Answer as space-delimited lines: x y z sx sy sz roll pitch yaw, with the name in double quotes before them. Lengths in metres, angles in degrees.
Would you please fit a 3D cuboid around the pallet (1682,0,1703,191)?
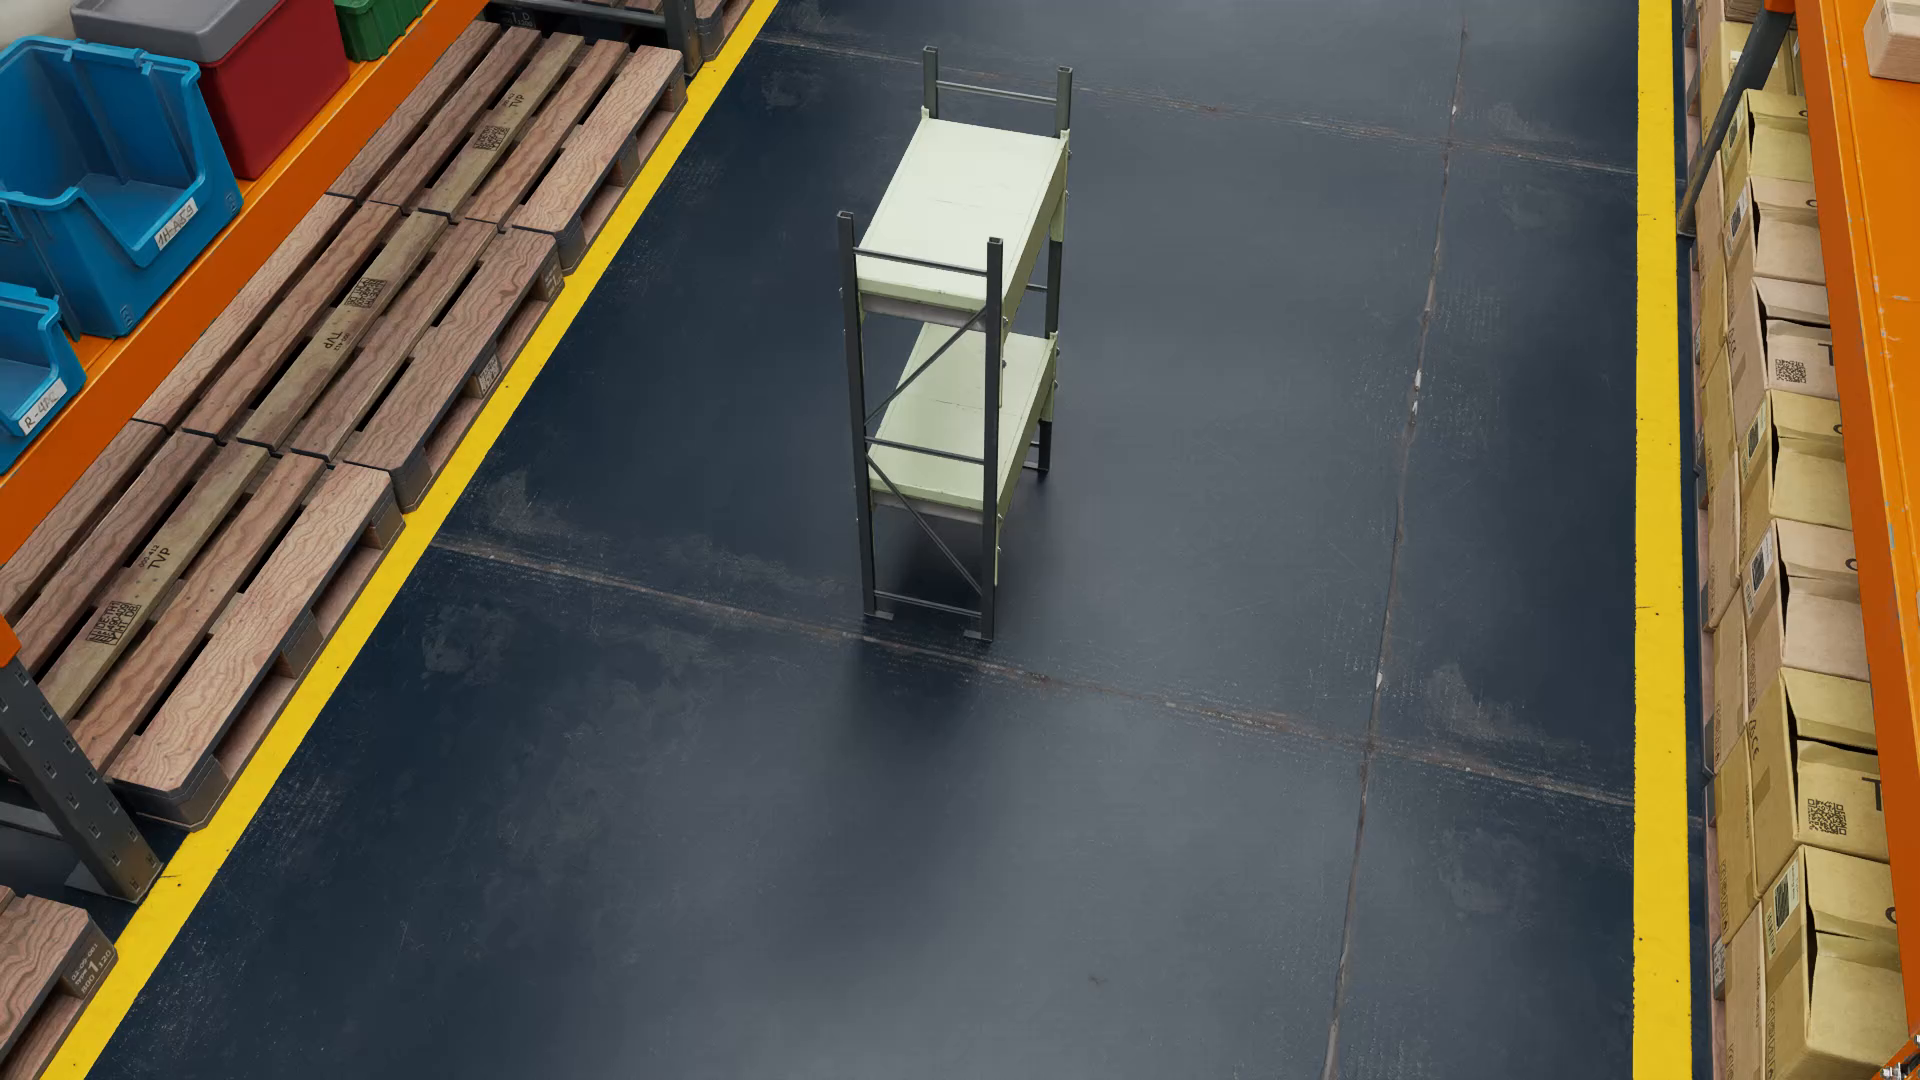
"pallet" 3.444 -1.726 6.632 1.003 0.211 1.213 12 50 10

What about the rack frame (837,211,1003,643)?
"rack frame" -0.095 -0.236 4.458 0.400 1.500 0.023 12 50 10

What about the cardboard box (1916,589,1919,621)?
"cardboard box" 2.111 0.190 3.249 0.380 0.149 0.250 12 50 10

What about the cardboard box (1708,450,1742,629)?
"cardboard box" 2.444 0.045 4.764 0.500 0.250 0.500 12 50 11

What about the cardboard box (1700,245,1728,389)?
"cardboard box" 2.713 -0.698 5.419 0.500 0.250 0.500 13 50 11

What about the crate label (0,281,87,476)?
"crate label" -2.164 -0.344 3.664 0.303 0.233 0.416 12 50 10

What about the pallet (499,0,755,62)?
"pallet" -1.367 -2.616 7.418 1.003 0.211 1.213 12 50 10

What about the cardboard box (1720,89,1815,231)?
"cardboard box" 2.845 -1.246 5.529 0.500 0.311 0.500 12 50 10

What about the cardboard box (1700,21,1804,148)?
"cardboard box" 3.105 -1.689 6.294 0.500 0.250 0.500 12 50 10

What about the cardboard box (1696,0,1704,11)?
"cardboard box" 3.364 -2.413 6.933 0.500 0.250 0.500 12 50 10

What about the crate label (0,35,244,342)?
"crate label" -2.114 -0.845 3.972 0.502 0.435 0.616 12 50 10

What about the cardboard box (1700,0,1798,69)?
"cardboard box" 3.246 -2.049 6.611 0.500 0.250 0.500 12 50 10

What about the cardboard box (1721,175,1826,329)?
"cardboard box" 2.708 -0.885 5.210 0.500 0.311 0.500 11 49 10

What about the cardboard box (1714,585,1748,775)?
"cardboard box" 2.312 0.418 4.435 0.500 0.250 0.500 13 50 11

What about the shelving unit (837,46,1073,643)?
"shelving unit" 0.002 -0.501 4.692 0.431 1.500 0.755 12 50 10

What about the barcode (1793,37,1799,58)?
"barcode" 2.725 -1.615 5.408 0.001 0.075 0.075 12 50 10

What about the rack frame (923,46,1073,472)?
"rack frame" 0.098 -0.766 4.926 0.400 1.500 0.023 12 50 10

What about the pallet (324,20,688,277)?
"pallet" -1.753 -1.563 6.489 1.003 0.211 1.213 12 50 10

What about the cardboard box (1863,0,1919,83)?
"cardboard box" 2.763 -1.398 4.650 0.380 0.149 0.250 12 50 10

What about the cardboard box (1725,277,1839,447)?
"cardboard box" 2.573 -0.511 4.880 0.500 0.311 0.500 10 49 9

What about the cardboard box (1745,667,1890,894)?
"cardboard box" 2.172 0.593 3.906 0.500 0.311 0.500 11 49 9

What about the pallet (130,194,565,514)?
"pallet" -2.072 -0.678 5.707 1.003 0.211 1.213 12 50 10

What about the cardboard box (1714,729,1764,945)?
"cardboard box" 2.176 0.781 4.114 0.500 0.250 0.500 11 49 10

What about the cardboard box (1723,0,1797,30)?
"cardboard box" 3.248 -2.296 6.330 0.500 0.500 0.500 12 50 10

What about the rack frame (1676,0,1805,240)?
"rack frame" 3.194 -2.081 5.086 1.000 3.000 0.127 12 50 10

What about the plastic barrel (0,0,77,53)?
"plastic barrel" -2.461 -1.296 4.319 0.421 0.512 0.421 0 49 0

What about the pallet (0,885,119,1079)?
"pallet" -2.804 1.333 3.933 1.003 0.211 1.213 12 50 10

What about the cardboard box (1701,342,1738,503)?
"cardboard box" 2.579 -0.323 5.088 0.500 0.250 0.500 10 49 9

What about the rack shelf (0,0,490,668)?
"rack shelf" -2.110 -1.377 4.944 1.077 0.370 4.000 12 50 10

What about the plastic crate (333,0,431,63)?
"plastic crate" -1.770 -1.676 4.870 0.450 0.188 0.662 12 50 10

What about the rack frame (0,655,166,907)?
"rack frame" -2.637 -0.168 3.398 1.000 3.000 0.127 12 50 10

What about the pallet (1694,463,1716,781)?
"pallet" 2.718 0.267 4.873 1.003 0.211 1.213 12 50 10

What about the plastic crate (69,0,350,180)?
"plastic crate" -1.916 -1.298 4.352 0.402 0.464 0.583 12 50 10

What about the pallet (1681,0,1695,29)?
"pallet" 3.763 -2.611 7.413 1.003 0.211 1.213 12 50 10

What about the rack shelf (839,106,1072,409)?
"rack shelf" 0.002 -0.759 4.399 0.431 0.370 0.720 12 50 10

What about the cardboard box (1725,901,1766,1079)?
"cardboard box" 2.044 1.154 3.785 0.500 0.250 0.500 13 50 11

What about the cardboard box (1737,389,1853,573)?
"cardboard box" 2.441 -0.134 4.547 0.500 0.311 0.500 13 50 11

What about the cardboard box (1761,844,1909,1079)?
"cardboard box" 2.041 0.970 3.573 0.500 0.311 0.500 13 50 11

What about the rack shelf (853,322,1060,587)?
"rack shelf" 0.002 -0.285 4.936 0.431 0.370 0.720 12 50 10

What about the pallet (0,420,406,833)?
"pallet" -2.395 0.202 4.931 1.003 0.211 1.213 12 50 10

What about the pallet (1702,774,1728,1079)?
"pallet" 2.395 1.147 4.097 1.003 0.211 1.213 12 50 10

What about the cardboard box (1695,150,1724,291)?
"cardboard box" 2.849 -1.068 5.745 0.500 0.250 0.500 10 49 9

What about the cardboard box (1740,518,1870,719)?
"cardboard box" 2.307 0.228 4.228 0.500 0.311 0.500 11 50 10

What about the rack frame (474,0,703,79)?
"rack frame" -1.584 -3.061 5.951 1.000 3.000 0.127 12 50 10

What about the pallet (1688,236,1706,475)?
"pallet" 3.038 -0.618 5.655 1.003 0.211 1.213 12 50 10
